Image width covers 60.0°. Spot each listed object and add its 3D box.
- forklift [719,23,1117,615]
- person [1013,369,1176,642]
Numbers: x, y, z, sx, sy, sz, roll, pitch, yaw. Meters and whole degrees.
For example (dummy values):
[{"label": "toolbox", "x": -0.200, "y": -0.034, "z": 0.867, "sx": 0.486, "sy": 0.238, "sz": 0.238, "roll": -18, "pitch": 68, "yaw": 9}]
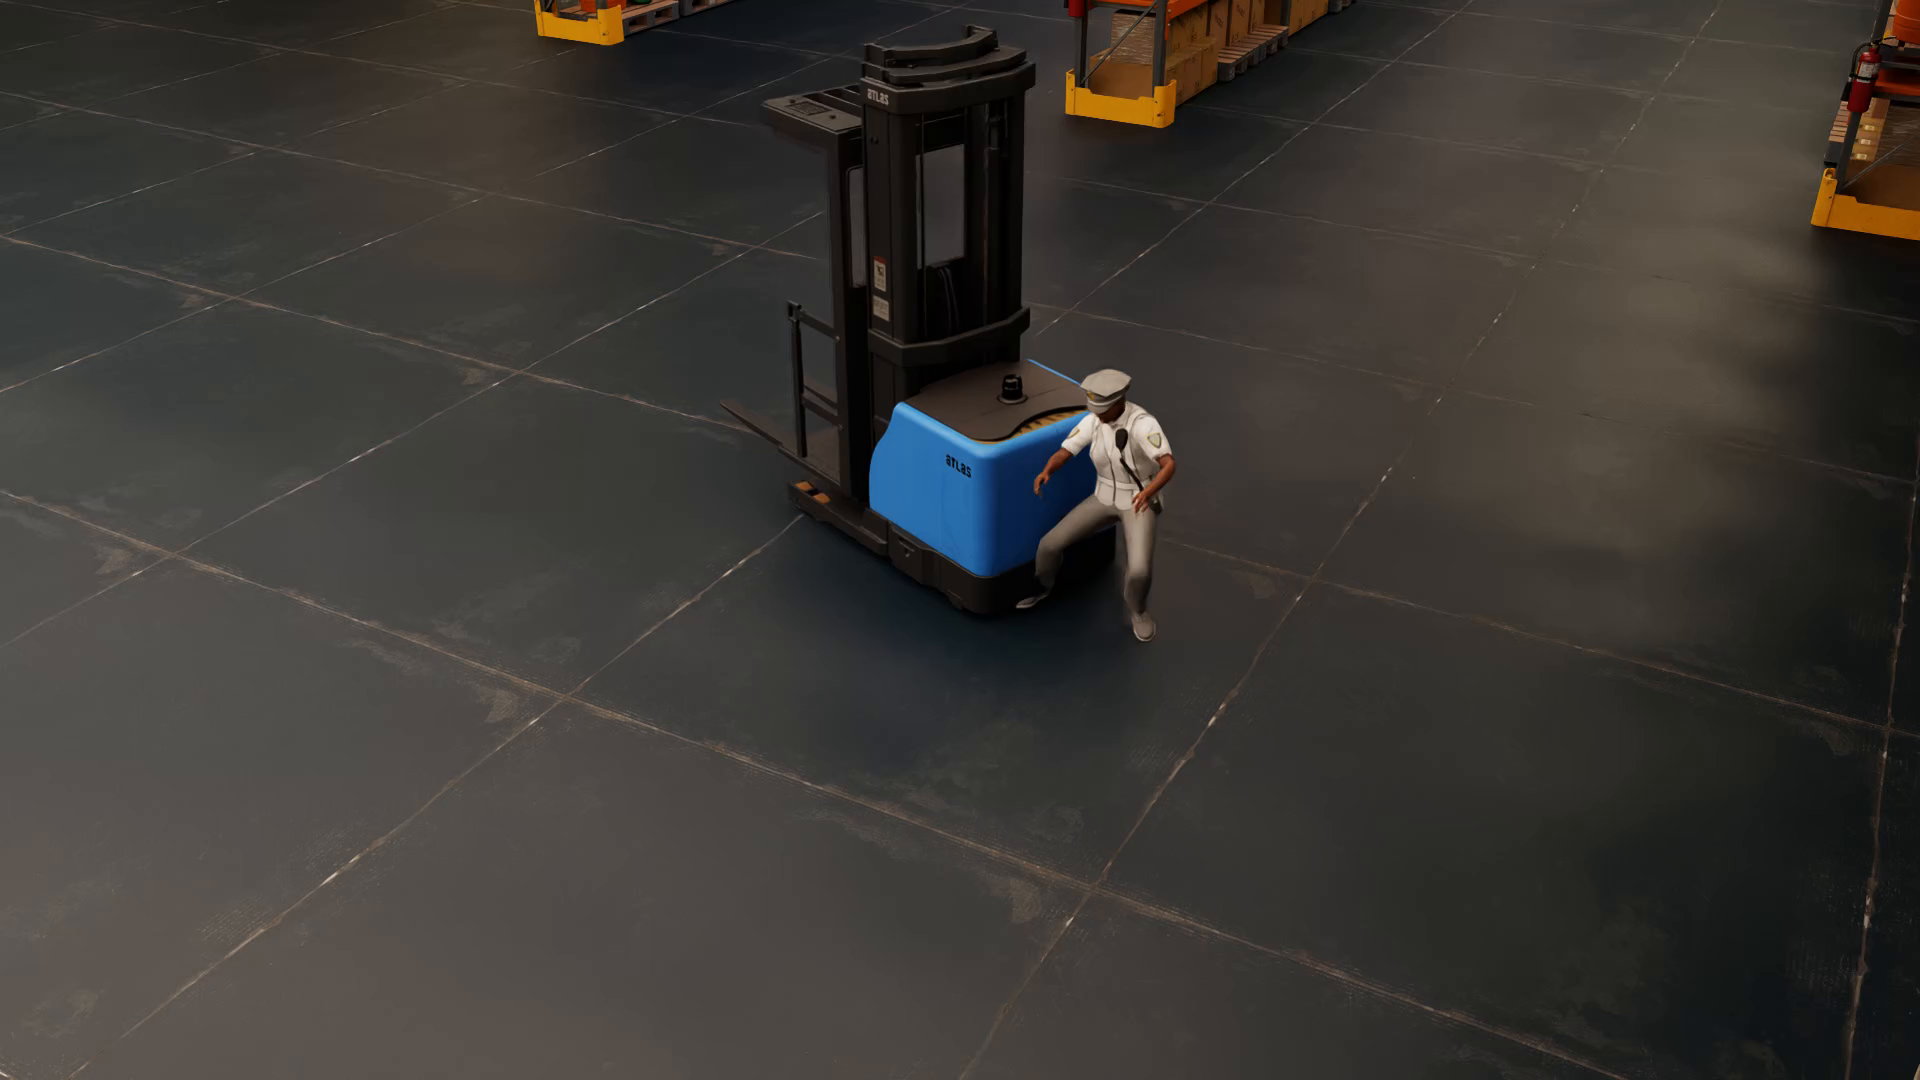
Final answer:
[{"label": "forklift", "x": -0.414, "y": -1.527, "z": 9.716, "sx": 1.130, "sy": 2.935, "sz": 3.031, "roll": -22, "pitch": 37, "yaw": -33}, {"label": "person", "x": 0.738, "y": -0.173, "z": 8.860, "sx": 0.879, "sy": 1.437, "sz": 0.743, "roll": 24, "pitch": 38, "yaw": 35}]
